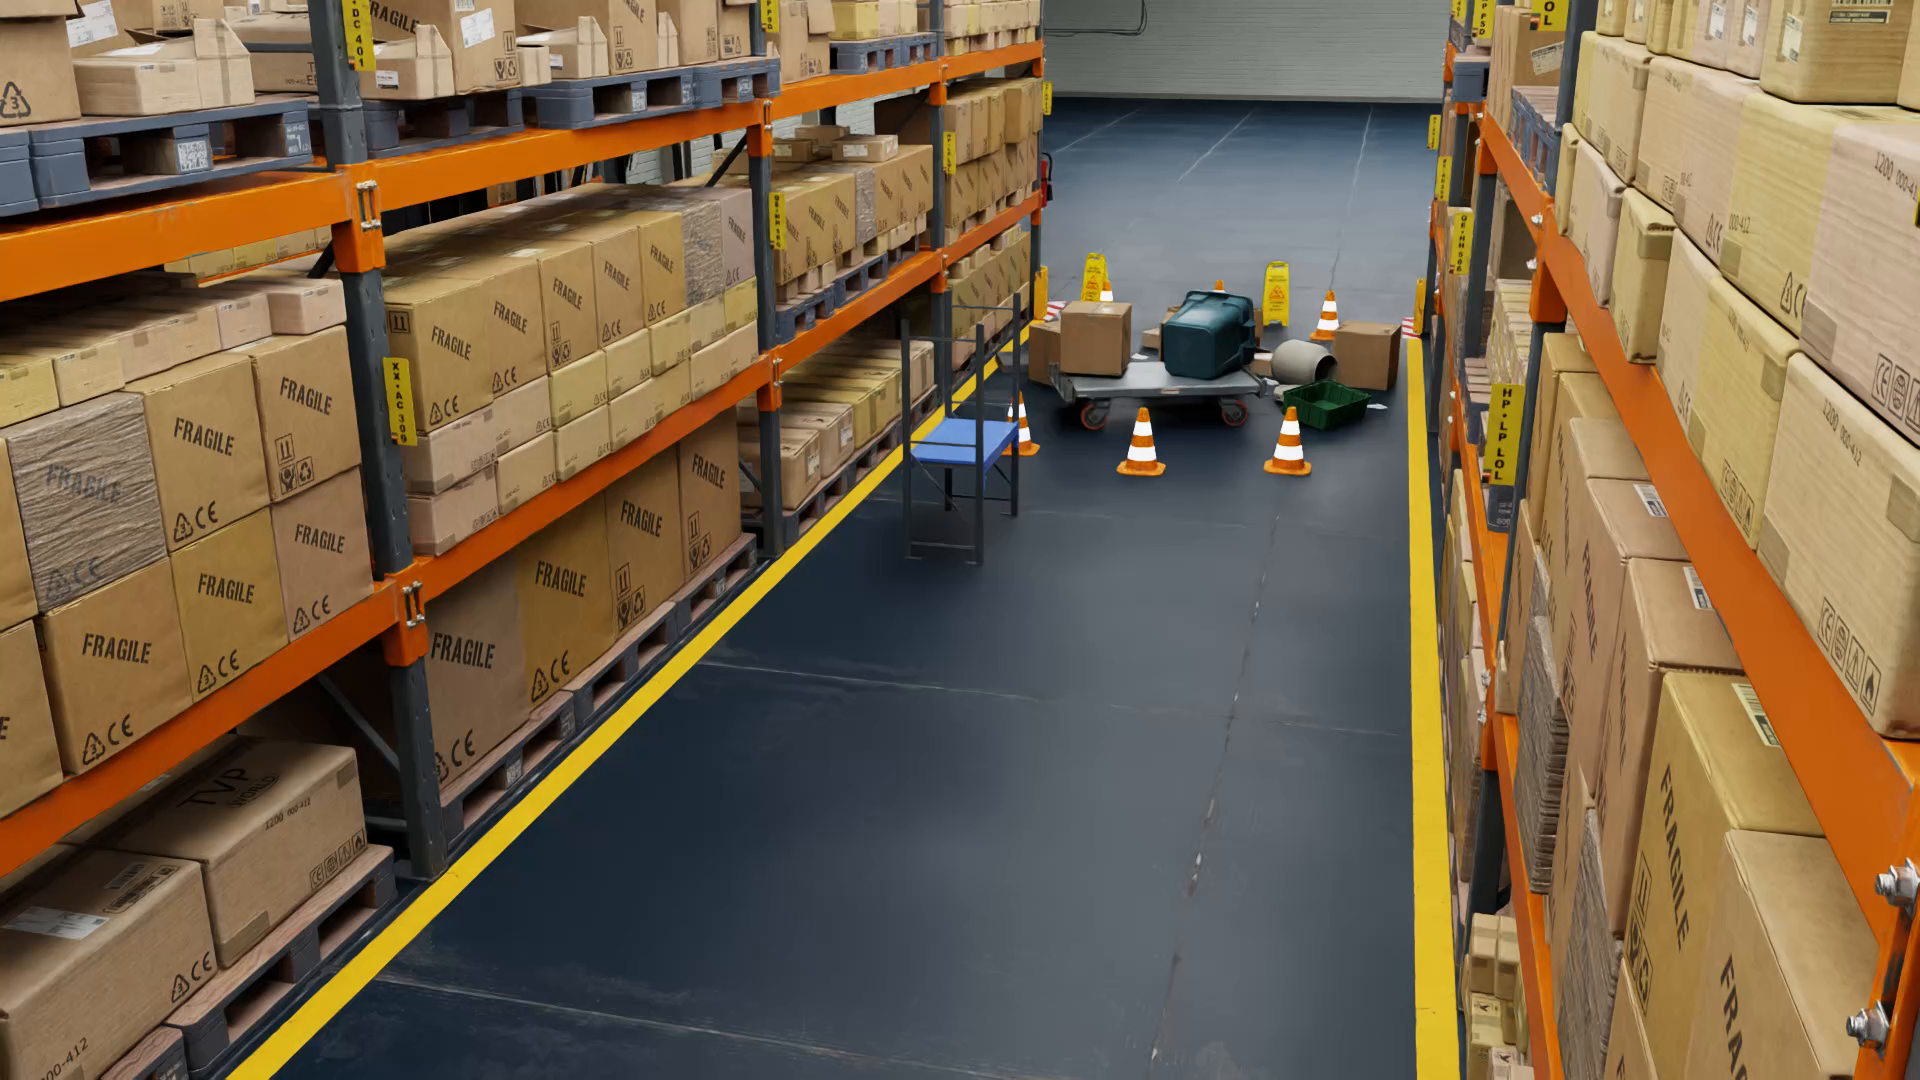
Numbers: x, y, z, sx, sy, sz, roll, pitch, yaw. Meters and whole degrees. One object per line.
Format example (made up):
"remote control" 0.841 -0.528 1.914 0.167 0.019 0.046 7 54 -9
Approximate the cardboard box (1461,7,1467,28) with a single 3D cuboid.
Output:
"cardboard box" 3.979 -3.934 12.507 0.380 0.149 0.250 5 19 13

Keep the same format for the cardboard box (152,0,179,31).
"cardboard box" -5.976 -3.831 11.662 0.700 0.500 0.500 4 19 12

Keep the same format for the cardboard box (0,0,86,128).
"cardboard box" -2.877 -1.389 4.507 0.797 0.503 0.637 6 20 18

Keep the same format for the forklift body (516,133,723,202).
"forklift body" -3.155 -3.111 16.469 2.313 2.155 1.214 5 19 13

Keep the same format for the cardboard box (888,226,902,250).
"cardboard box" -0.651 -2.259 12.398 0.380 0.149 0.250 5 19 14

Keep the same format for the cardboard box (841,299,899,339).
"cardboard box" -0.740 -2.066 14.539 0.500 0.500 0.500 4 19 13

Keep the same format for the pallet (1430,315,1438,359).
"pallet" 5.058 -1.925 15.997 1.003 0.211 1.213 5 19 13

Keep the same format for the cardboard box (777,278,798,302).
"cardboard box" -1.240 -1.606 10.488 0.380 0.149 0.250 3 19 10

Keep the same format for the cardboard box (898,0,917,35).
"cardboard box" -0.627 -3.960 12.581 0.500 0.250 0.500 4 19 12

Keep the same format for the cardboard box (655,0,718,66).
"cardboard box" -1.659 -2.693 8.487 0.700 0.500 0.500 4 19 11

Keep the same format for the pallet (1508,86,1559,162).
"pallet" 2.750 -1.581 6.326 1.213 0.211 1.003 5 19 13

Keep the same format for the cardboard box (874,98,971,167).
"cardboard box" -0.307 -3.389 13.807 0.700 0.500 0.500 4 19 13

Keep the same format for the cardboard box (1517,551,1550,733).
"cardboard box" 1.767 0.363 4.370 0.500 0.500 0.500 5 19 13

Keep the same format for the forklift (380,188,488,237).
"forklift" -3.960 -1.705 11.146 3.031 2.935 1.130 5 19 13

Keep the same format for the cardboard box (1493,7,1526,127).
"cardboard box" 2.710 -2.145 7.533 0.500 0.500 0.500 5 19 13

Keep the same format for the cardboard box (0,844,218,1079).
"cardboard box" -3.055 1.383 5.311 0.875 0.438 0.875 4 19 12

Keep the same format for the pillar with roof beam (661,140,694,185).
"pillar with roof beam" 0.135 -8.484 21.604 9.100 9.000 0.400 5 19 13

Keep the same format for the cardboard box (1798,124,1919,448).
"cardboard box" 1.134 -0.236 1.556 0.500 0.250 0.500 4 19 12

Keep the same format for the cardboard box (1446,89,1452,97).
"cardboard box" 5.049 -3.970 15.768 0.875 0.550 0.550 5 19 13

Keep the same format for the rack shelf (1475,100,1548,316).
"rack shelf" 2.734 -1.446 6.753 1.077 0.370 4.000 5 19 13

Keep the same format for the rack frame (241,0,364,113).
"rack frame" -2.579 -2.938 5.368 1.000 3.000 0.127 5 19 13

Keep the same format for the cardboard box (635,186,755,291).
"cardboard box" -1.474 -1.691 9.296 0.500 0.500 0.500 4 19 12

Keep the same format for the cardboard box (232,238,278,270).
"cardboard box" -5.695 -2.274 12.938 0.500 0.250 0.500 5 20 15

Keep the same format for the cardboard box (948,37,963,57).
"cardboard box" -0.190 -4.063 13.691 0.380 0.149 0.250 5 19 13

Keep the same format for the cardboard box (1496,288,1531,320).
"cardboard box" 2.859 -1.141 8.207 0.380 0.149 0.250 4 19 12

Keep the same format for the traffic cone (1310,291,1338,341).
"traffic cone" 3.671 -2.247 16.549 0.336 0.463 0.334 5 19 13

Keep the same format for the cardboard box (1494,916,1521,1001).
"cardboard box" 1.836 1.302 5.076 0.380 0.149 0.250 6 20 16

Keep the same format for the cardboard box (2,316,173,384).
"cardboard box" -2.630 -0.573 5.019 0.380 0.149 0.250 4 19 13

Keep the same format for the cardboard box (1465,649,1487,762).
"cardboard box" 2.183 0.636 6.243 0.500 0.250 0.500 4 19 12

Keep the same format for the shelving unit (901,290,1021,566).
"shelving unit" 0.021 -0.736 10.523 0.538 1.500 1.048 5 19 13

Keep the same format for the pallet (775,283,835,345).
"pallet" -1.531 -1.494 10.718 1.213 0.211 1.003 5 19 13

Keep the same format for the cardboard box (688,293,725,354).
"cardboard box" -1.595 -1.186 8.977 0.500 0.250 0.500 4 19 12

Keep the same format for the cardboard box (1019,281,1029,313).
"cardboard box" 0.411 -2.476 16.900 0.500 0.250 0.500 5 19 13

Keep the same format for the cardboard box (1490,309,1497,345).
"cardboard box" 2.910 -1.079 8.484 0.380 0.149 0.250 6 20 16

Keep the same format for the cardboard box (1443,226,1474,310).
"cardboard box" 3.564 -1.837 11.269 0.500 0.500 0.500 5 19 13

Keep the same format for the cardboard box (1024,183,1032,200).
"cardboard box" 0.515 -3.519 16.740 0.380 0.149 0.250 4 19 13

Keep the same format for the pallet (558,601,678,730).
"pallet" -2.167 0.589 8.637 1.003 0.211 1.213 5 19 13

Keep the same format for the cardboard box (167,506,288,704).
"cardboard box" -2.565 0.181 5.364 0.500 0.500 0.500 4 19 12

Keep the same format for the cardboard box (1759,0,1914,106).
"cardboard box" 1.242 -0.629 2.090 0.380 0.149 0.250 5 19 14

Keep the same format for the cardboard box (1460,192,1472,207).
"cardboard box" 4.279 -2.435 12.944 0.875 0.550 0.550 5 19 13

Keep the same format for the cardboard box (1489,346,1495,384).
"cardboard box" 2.852 -0.865 8.319 0.380 0.149 0.250 6 20 16

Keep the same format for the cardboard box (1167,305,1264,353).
"cardboard box" 2.379 -1.929 15.556 0.797 0.503 0.637 -9 21 -24

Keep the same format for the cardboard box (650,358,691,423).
"cardboard box" -1.722 -0.785 8.578 0.500 0.250 0.500 4 19 13

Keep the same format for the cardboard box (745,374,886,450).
"cardboard box" -1.091 -0.954 12.255 0.950 0.372 0.625 5 20 15

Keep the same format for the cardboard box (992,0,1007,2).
"cardboard box" 0.215 -4.926 14.983 0.380 0.149 0.250 5 20 15

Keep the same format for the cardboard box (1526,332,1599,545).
"cardboard box" 1.899 -0.279 4.703 0.500 0.500 0.500 5 20 15

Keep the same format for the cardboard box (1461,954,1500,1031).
"cardboard box" 1.845 1.499 5.419 0.380 0.149 0.250 4 19 11

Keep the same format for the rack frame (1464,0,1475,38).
"rack frame" 4.200 -5.087 11.658 1.000 3.000 0.127 5 19 13

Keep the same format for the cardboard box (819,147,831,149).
"cardboard box" -1.017 -2.869 13.183 0.500 0.500 0.500 5 20 15

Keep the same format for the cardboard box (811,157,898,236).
"cardboard box" -0.766 -2.514 12.143 0.500 0.500 0.500 5 20 15

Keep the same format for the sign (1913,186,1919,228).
"sign" 0.735 -0.375 1.134 0.100 0.325 0.005 5 19 13

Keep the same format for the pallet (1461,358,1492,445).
"pallet" 3.152 -0.671 8.309 1.213 0.211 1.003 5 19 13

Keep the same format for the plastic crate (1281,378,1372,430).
"plastic crate" 2.972 -1.102 13.535 0.450 0.188 0.662 29 33 36

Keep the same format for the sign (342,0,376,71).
"sign" -2.040 -1.758 5.630 0.100 0.325 0.005 5 19 13

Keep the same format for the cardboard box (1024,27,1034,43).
"cardboard box" 0.508 -4.947 16.278 0.380 0.149 0.250 5 19 14

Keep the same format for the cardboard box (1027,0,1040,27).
"cardboard box" 0.489 -5.168 16.309 0.500 0.250 0.500 4 19 13

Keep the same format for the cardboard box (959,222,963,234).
"cardboard box" -0.189 -2.730 14.429 0.380 0.149 0.250 5 19 13

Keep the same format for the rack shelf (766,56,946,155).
"rack shelf" -1.113 -3.059 11.475 1.077 0.370 4.000 5 19 13
